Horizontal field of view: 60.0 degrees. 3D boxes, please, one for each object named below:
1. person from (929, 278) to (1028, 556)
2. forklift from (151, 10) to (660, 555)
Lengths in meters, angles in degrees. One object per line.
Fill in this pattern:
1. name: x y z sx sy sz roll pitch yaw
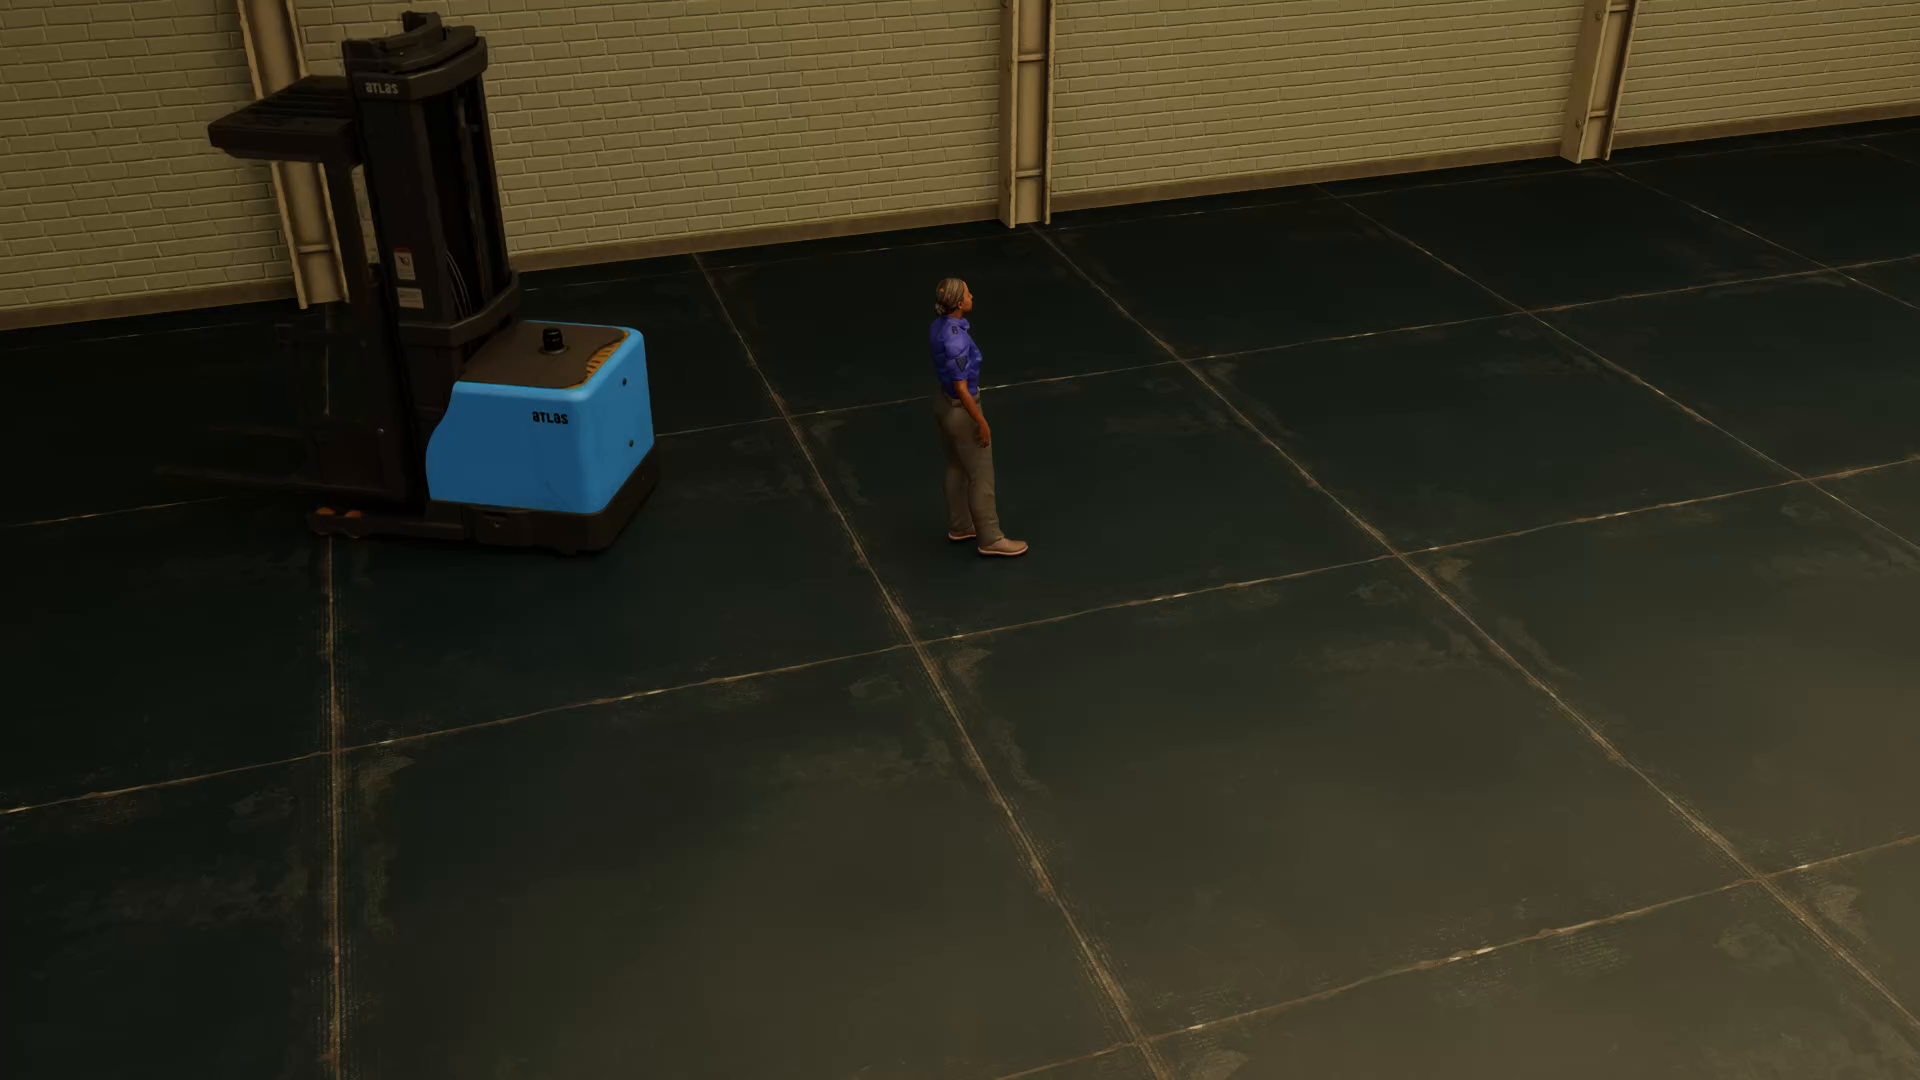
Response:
1. person: 0.089 -0.728 9.618 0.504 1.654 0.569 -10 31 -16
2. forklift: -3.477 -1.532 9.749 3.031 2.935 1.130 5 30 9
